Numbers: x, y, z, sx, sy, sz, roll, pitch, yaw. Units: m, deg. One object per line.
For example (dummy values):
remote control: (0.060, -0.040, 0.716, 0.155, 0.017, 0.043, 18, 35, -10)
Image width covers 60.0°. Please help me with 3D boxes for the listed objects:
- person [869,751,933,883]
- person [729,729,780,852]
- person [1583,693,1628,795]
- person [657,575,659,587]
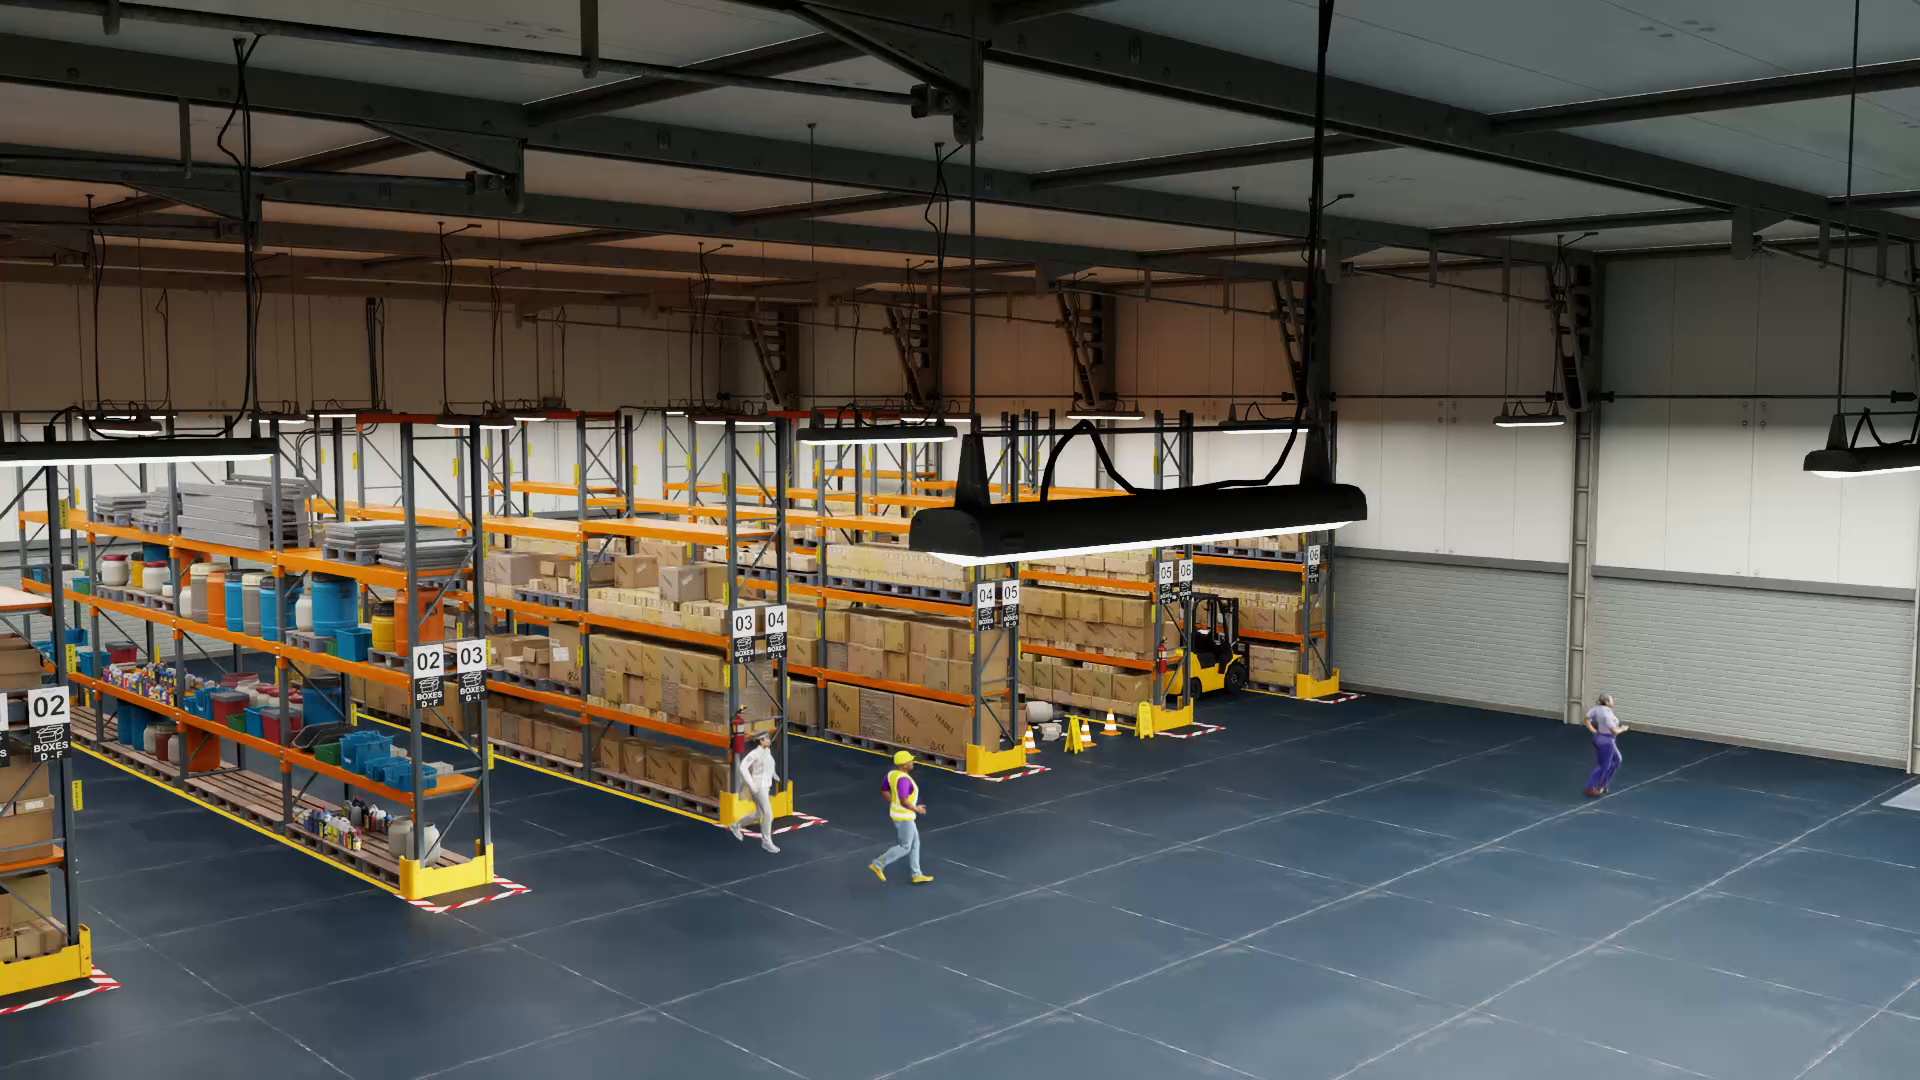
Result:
person: (-0.762, 3.593, 21.475, 0.883, 1.756, 0.707, -1, 5, -15)
person: (-2.831, 3.488, 23.366, 0.810, 1.684, 0.657, 2, 5, 18)
person: (10.200, 3.241, 26.275, 0.688, 1.660, 0.578, 0, 5, 4)
person: (-8.016, 1.641, 44.130, 0.816, 1.740, 0.842, -3, 6, -30)
